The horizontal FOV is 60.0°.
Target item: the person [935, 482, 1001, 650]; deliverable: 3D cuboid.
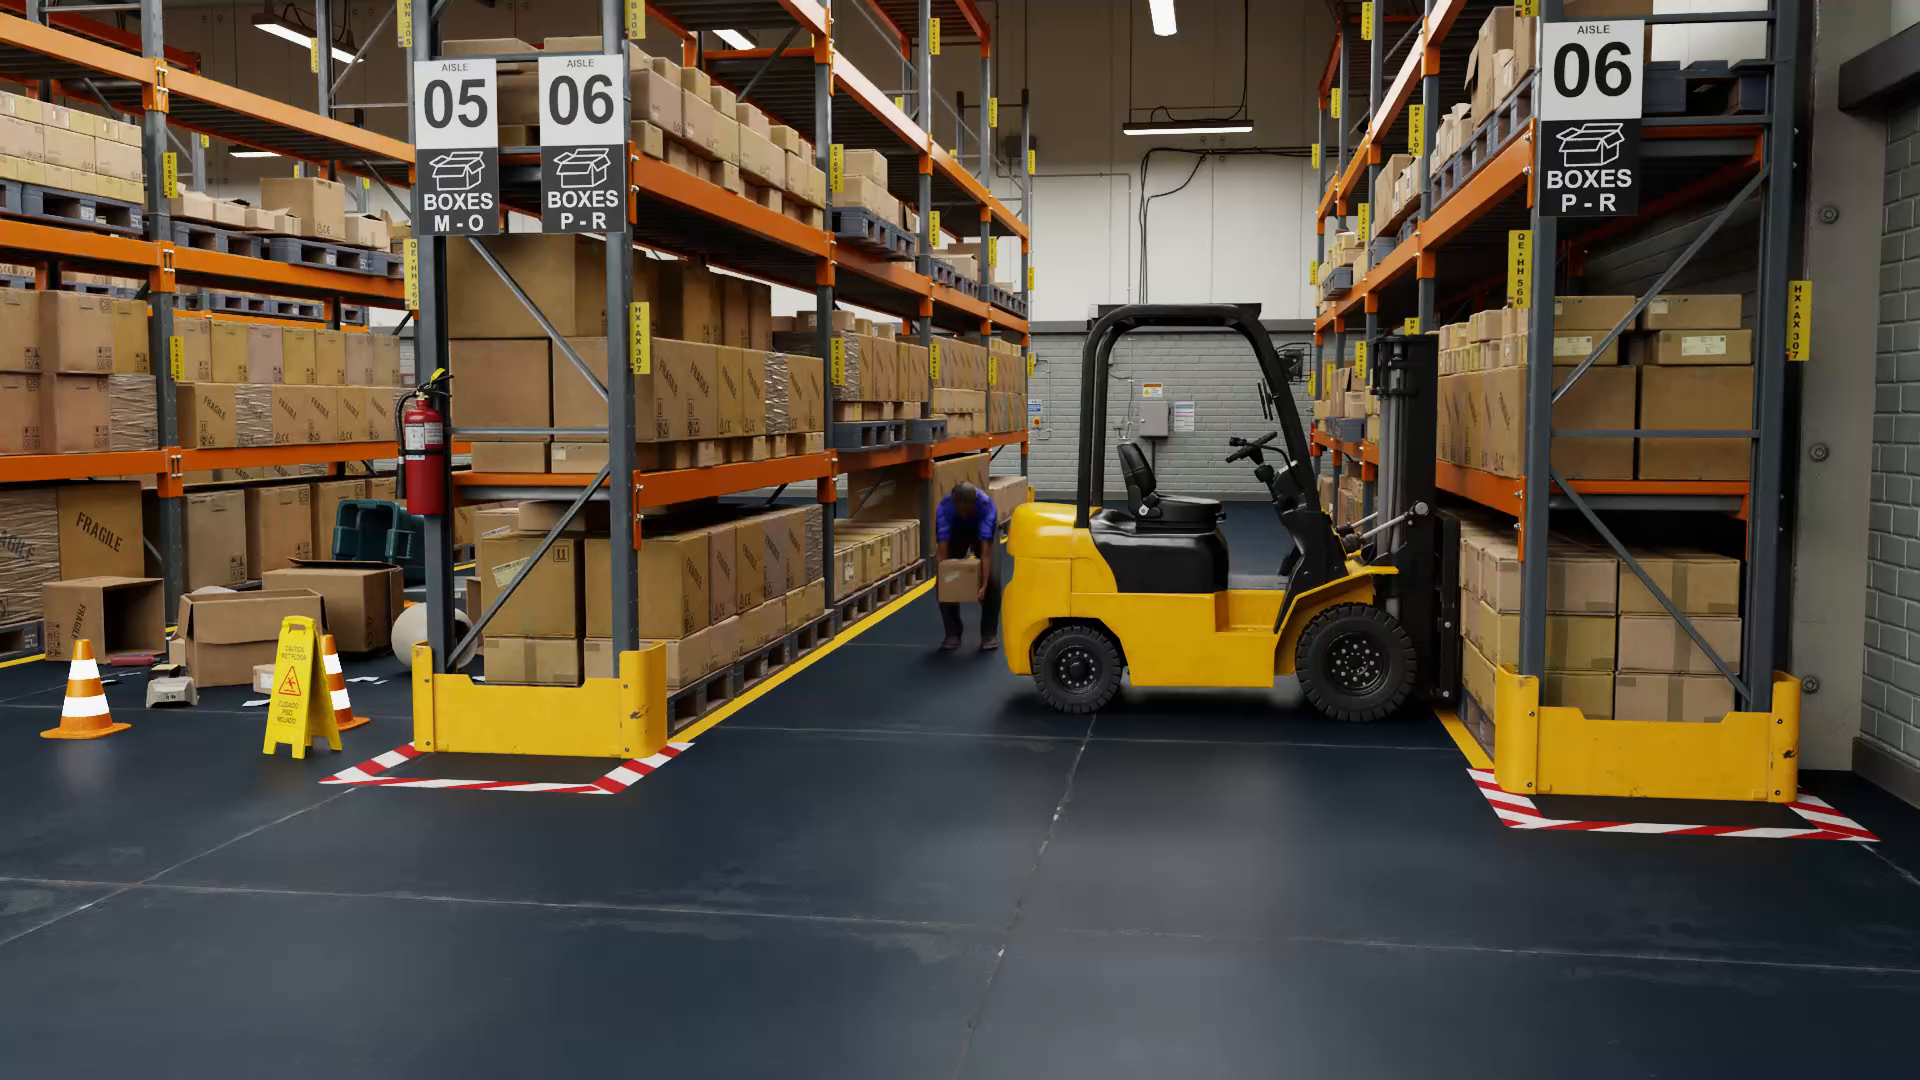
[{"bbox_3d":[0.048,0.173,11.016,0.443,1.144,0.843,0,5,6],"label":"person"}]
